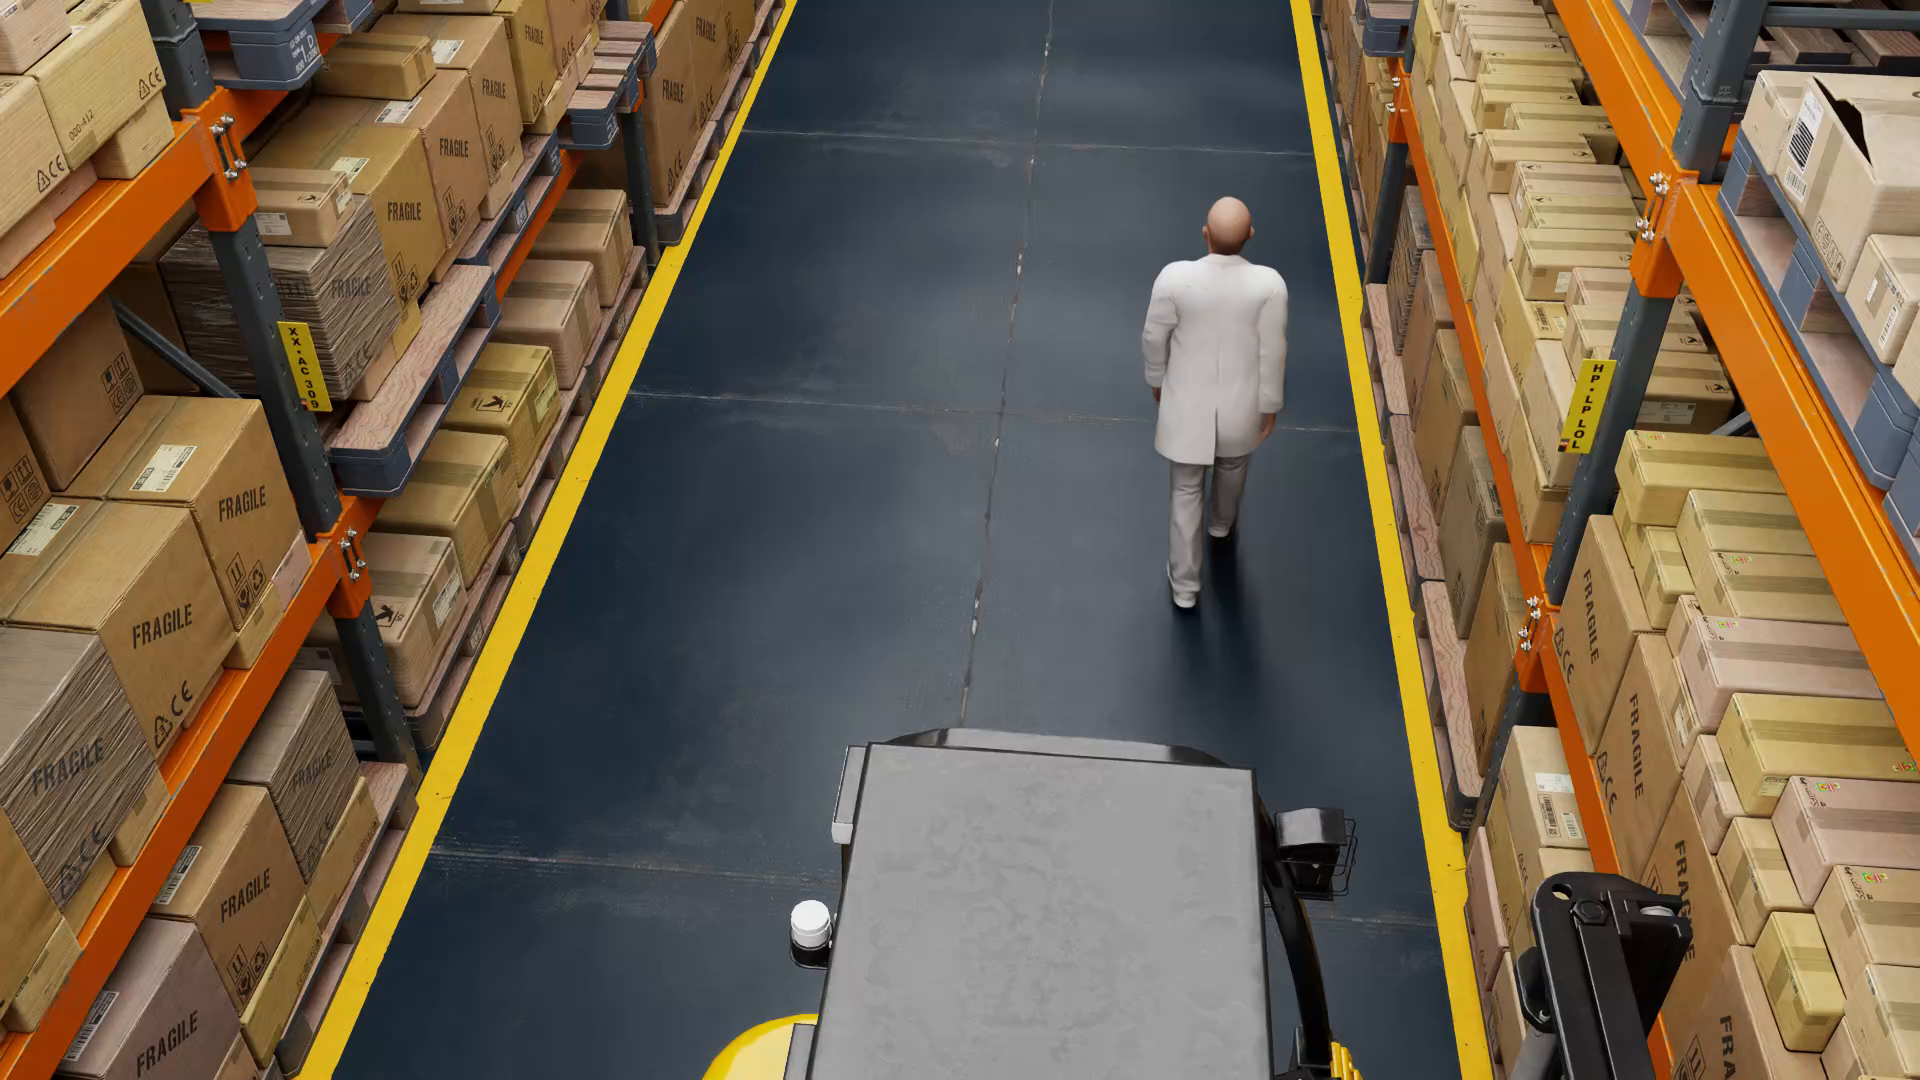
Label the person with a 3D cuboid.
[{"bbox_3d":[1.034,-0.640,6.919,0.588,1.755,0.855,3,40,3],"label":"person"}]
